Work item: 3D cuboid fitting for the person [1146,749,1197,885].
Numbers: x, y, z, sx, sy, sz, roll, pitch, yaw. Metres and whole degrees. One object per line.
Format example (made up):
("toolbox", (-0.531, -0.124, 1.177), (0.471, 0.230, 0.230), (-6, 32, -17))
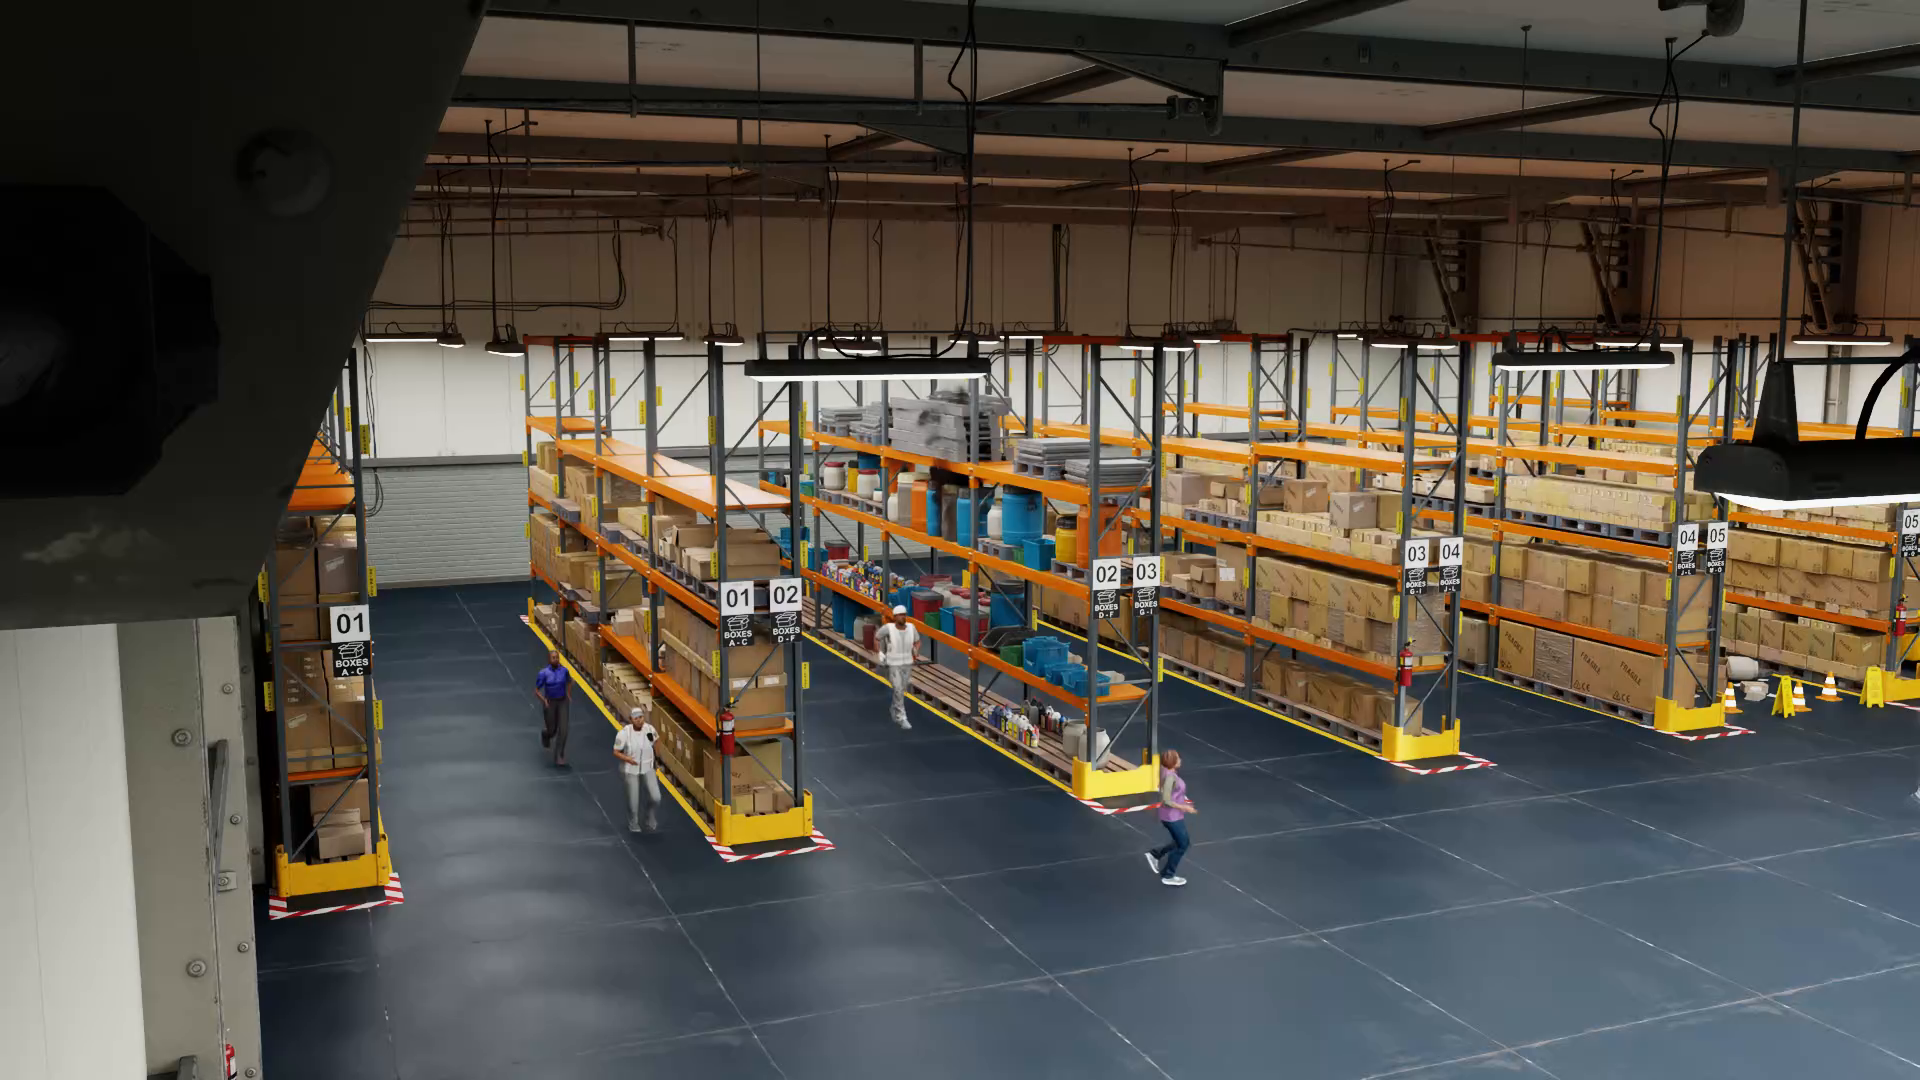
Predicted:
("person", (2.365, 3.098, 18.619), (0.560, 1.550, 0.532), (1, 8, 7))

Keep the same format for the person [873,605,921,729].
("person", (-0.891, 1.877, 24.727), (0.700, 1.837, 0.863), (-4, 9, -28))

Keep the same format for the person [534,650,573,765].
("person", (-5.798, 2.371, 23.841), (0.577, 1.619, 0.737), (-4, 9, -29))

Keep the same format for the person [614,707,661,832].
("person", (-3.930, 2.833, 20.383), (0.618, 1.599, 0.679), (-3, 8, -23))
